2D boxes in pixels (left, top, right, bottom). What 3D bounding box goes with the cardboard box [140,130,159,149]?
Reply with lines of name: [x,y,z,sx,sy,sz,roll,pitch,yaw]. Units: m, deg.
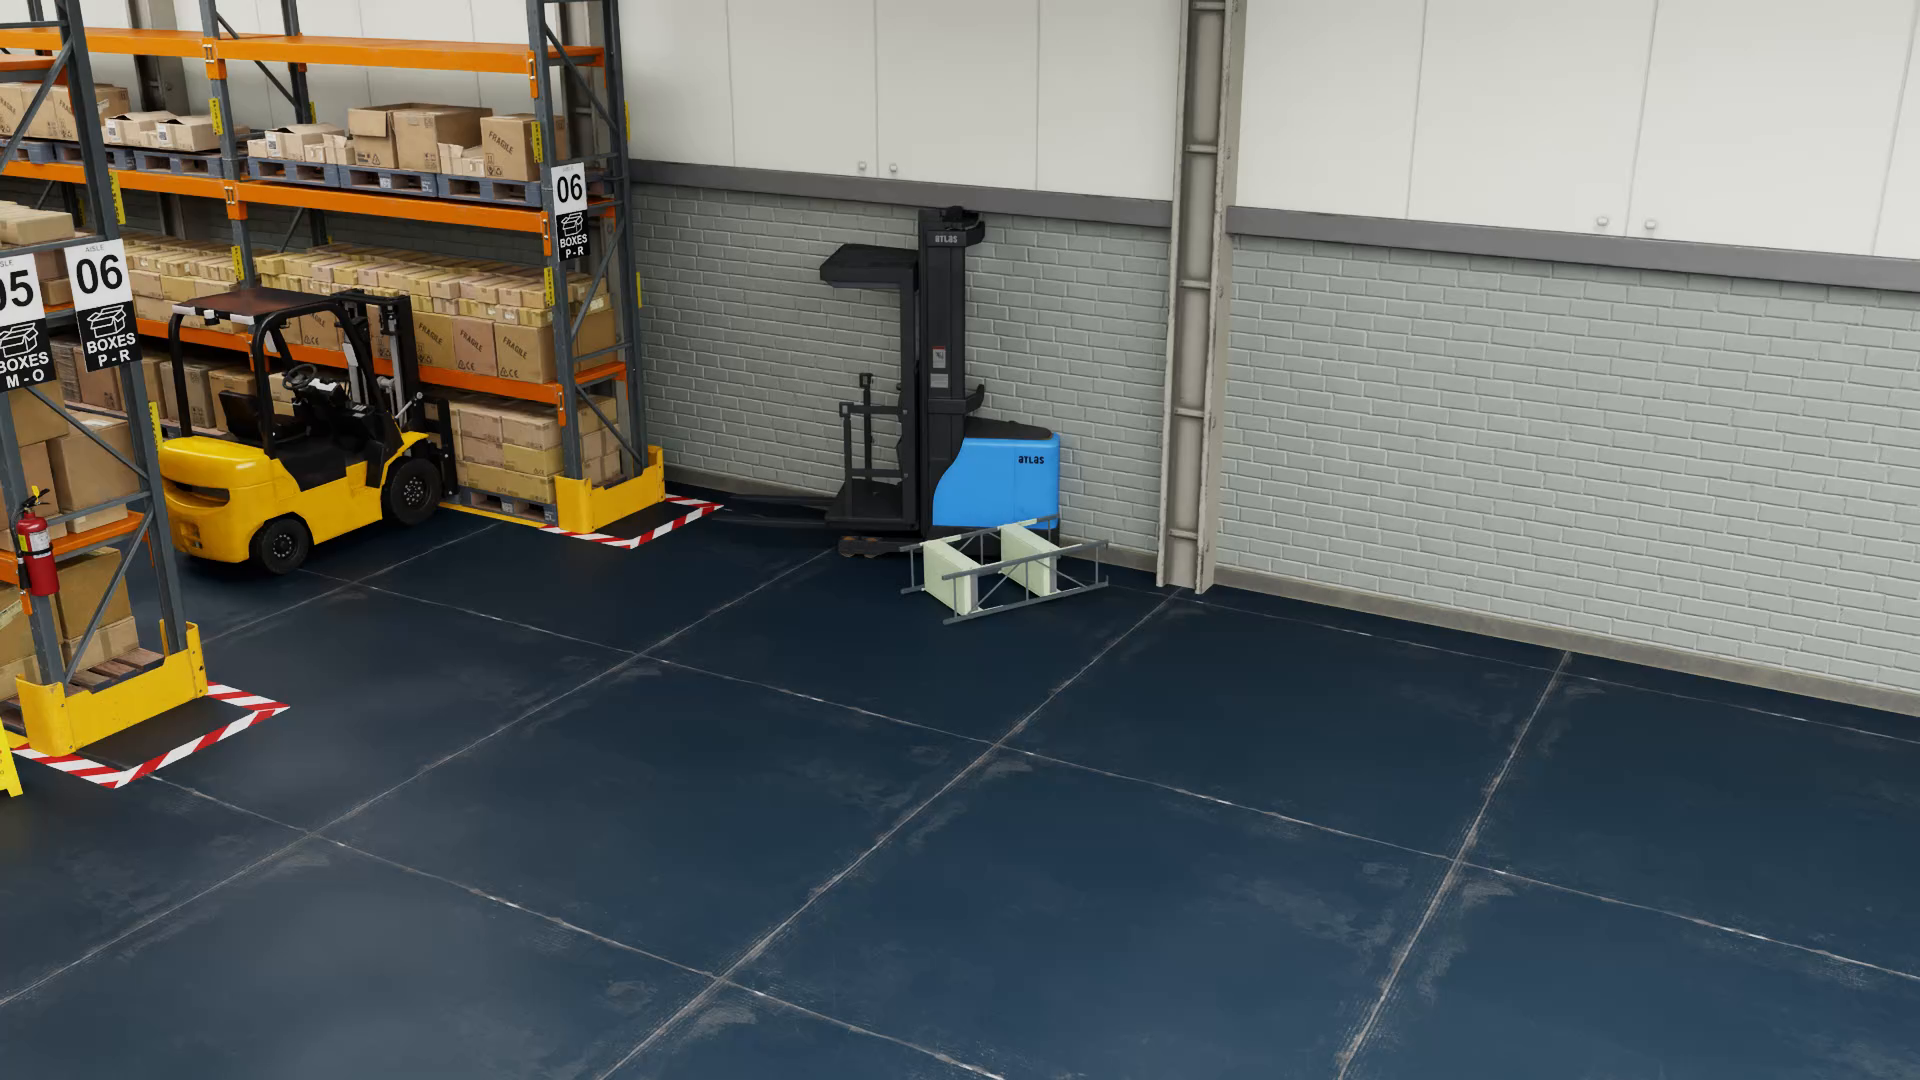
cardboard box: [-7.818,-3.957,16.380,0.250,0.149,0.380,11,23,27]

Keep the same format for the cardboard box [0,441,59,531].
cardboard box: [-6.244,-0.380,10.728,0.500,0.500,0.500,10,22,26]

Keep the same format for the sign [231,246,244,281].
sign: [-6.966,-2.672,16.048,0.005,0.325,0.100,11,23,27]

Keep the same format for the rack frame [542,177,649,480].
rack frame: [-3.218,-1.663,14.848,0.127,3.000,1.000,11,23,27]

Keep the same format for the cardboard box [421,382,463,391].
cardboard box: [-4.859,-1.430,16.155,0.500,0.250,0.500,10,22,26]

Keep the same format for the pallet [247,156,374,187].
pallet: [-5.953,-3.562,15.816,1.213,0.211,1.003,11,23,27]

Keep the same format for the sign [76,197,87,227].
sign: [-9.935,-3.703,18.775,0.005,0.325,0.100,11,23,27]

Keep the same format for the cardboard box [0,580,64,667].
cardboard box: [-6.462,0.502,11.195,0.500,0.500,0.500,11,23,28]

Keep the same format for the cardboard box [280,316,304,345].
cardboard box: [-6.450,-2.224,16.247,0.500,0.500,0.500,10,22,26]

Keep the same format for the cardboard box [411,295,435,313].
cardboard box: [-4.789,-2.195,15.217,0.250,0.149,0.380,11,23,28]

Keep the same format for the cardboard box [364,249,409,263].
cardboard box: [-5.599,-2.740,16.282,0.250,0.149,0.380,10,22,26]

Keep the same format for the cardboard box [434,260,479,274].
cardboard box: [-4.744,-2.540,15.732,0.250,0.149,0.380,11,23,28]

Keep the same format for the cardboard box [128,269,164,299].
cardboard box: [-8.160,-2.668,17.107,0.500,0.250,0.500,11,23,28]

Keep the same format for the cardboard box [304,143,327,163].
cardboard box: [-5.796,-3.572,15.317,0.250,0.149,0.380,12,23,29]

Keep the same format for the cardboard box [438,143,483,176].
cardboard box: [-4.311,-3.344,14.518,0.258,0.266,0.396,11,23,27]

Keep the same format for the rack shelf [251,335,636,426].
rack shelf: [-4.964,-1.657,15.888,4.000,0.370,1.077,11,23,27]

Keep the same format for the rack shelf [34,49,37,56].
rack shelf: [-11.948,-5.620,18.601,4.000,0.370,1.077,11,23,27]

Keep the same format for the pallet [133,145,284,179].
pallet: [-7.487,-3.791,16.597,1.217,0.209,0.805,10,22,25]

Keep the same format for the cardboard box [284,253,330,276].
cardboard box: [-6.296,-2.667,16.083,0.250,0.149,0.380,11,23,28]

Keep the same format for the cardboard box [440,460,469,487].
cardboard box: [-4.644,-0.723,15.674,0.500,0.250,0.500,11,23,28]

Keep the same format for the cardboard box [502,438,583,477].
cardboard box: [-3.796,-0.791,15.127,0.500,0.250,0.500,10,22,27]

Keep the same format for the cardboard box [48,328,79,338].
cardboard box: [-10.434,-2.169,19.294,0.500,0.500,0.500,12,23,29]

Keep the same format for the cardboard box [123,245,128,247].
cardboard box: [-8.936,-2.993,17.417,0.250,0.149,0.380,11,23,28]

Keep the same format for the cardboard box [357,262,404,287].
cardboard box: [-5.413,-2.488,15.588,0.250,0.149,0.380,11,23,27]

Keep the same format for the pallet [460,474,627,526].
pallet: [-3.906,-0.467,15.640,1.213,0.211,1.003,11,23,27]

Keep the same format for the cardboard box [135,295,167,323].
cardboard box: [-8.138,-2.437,17.203,0.500,0.250,0.500,11,23,28]

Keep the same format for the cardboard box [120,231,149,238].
cardboard box: [-9.092,-3.260,18.153,0.250,0.149,0.380,10,22,26]

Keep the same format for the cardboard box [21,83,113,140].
cardboard box: [-9.200,-4.448,17.217,0.500,0.500,0.700,10,22,26]

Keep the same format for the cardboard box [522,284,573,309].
cardboard box: [-3.634,-2.151,14.661,0.250,0.149,0.380,11,23,27]

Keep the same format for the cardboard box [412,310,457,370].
cardboard box: [-4.672,-1.888,15.321,0.500,0.500,0.500,10,22,26]

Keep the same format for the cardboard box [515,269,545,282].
cardboard box: [-3.857,-2.367,15.256,0.250,0.149,0.380,11,23,28]

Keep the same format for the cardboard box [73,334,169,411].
cardboard box: [-9.090,-1.860,18.259,0.625,0.625,0.875,12,23,29]

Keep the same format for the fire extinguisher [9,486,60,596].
fire extinguisher: [-5.760,0.008,10.355,0.183,0.674,0.296,11,23,27]

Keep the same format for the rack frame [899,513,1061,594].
rack frame: [0.182,0.107,13.687,1.500,0.400,0.023,-12,23,-26]

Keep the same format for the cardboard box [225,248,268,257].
cardboard box: [-7.339,-2.904,17.173,0.250,0.149,0.380,11,23,27]

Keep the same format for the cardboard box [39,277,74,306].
cardboard box: [-5.767,-1.628,10.723,0.250,0.149,0.380,11,23,27]

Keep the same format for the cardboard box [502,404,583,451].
cardboard box: [-3.772,-1.021,15.030,0.500,0.250,0.500,12,23,29]

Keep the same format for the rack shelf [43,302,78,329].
rack shelf: [-7.382,-1.589,11.301,4.000,0.370,1.077,11,23,27]

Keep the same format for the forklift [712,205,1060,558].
forklift: [-0.623,-1.402,14.231,3.031,2.935,1.130,2,20,6]

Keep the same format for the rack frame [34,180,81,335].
rack frame: [-10.202,-2.993,18.516,0.127,3.000,1.000,11,23,27]

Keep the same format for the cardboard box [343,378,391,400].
cardboard box: [-5.559,-1.362,15.968,0.500,0.250,0.500,12,23,29]

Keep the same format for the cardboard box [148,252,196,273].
cardboard box: [-8.031,-2.831,16.971,0.250,0.149,0.380,10,22,26]

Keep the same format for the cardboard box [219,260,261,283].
cardboard box: [-7.117,-2.671,16.529,0.250,0.149,0.380,12,23,29]

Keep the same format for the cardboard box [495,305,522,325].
cardboard box: [-3.895,-2.023,14.742,0.250,0.149,0.380,11,23,28]

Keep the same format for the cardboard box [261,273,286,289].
cardboard box: [-6.560,-2.549,16.192,0.250,0.149,0.380,10,22,26]

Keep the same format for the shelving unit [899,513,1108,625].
shelving unit: [0.356,0.215,13.384,1.500,0.431,0.755,-12,23,-26]

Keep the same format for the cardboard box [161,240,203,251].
cardboard box: [-8.221,-3.070,17.629,0.250,0.149,0.380,11,23,28]

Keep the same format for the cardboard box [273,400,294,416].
cardboard box: [-6.438,-1.296,16.519,0.500,0.250,0.500,11,23,27]

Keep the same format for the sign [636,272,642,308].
sign: [-2.942,-2.271,15.140,0.005,0.325,0.100,11,23,27]

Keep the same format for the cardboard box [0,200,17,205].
cardboard box: [-6.445,-2.132,10.942,0.250,0.149,0.380,11,23,27]

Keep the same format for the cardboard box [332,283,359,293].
cardboard box: [-5.685,-2.364,15.683,0.250,0.149,0.380,11,22,27]

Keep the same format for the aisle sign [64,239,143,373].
aisle sign: [-5.430,-1.489,10.555,0.004,0.787,0.394,11,23,27]

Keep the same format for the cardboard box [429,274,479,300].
cardboard box: [-4.568,-2.293,15.050,0.250,0.149,0.380,11,23,29]
